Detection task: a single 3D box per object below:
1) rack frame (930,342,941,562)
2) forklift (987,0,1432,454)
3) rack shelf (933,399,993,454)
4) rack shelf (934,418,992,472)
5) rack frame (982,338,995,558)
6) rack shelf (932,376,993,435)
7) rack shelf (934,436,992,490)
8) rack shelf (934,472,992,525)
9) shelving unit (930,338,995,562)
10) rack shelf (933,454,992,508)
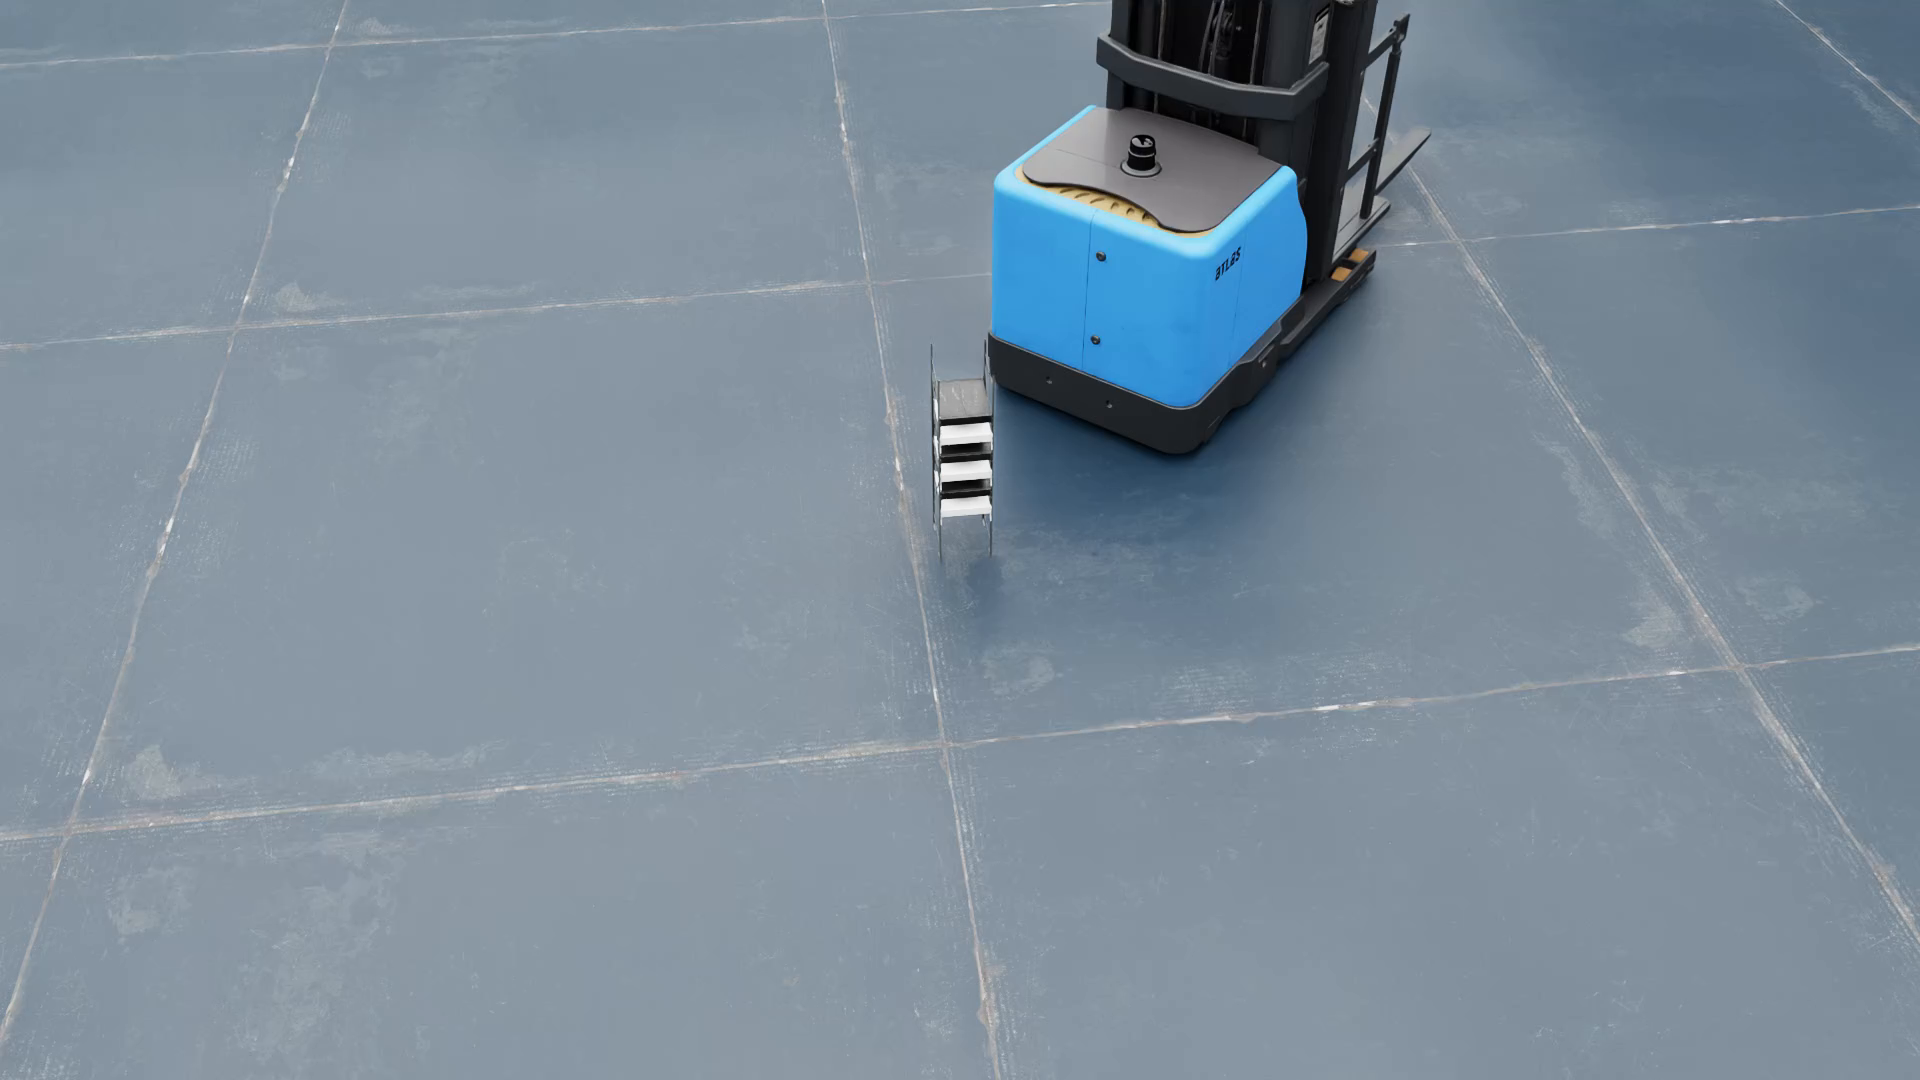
[{"bbox_3d":[-0.093,-0.326,6.440,0.006,0.900,0.240,-5,42,-6],"label":"rack frame"},{"bbox_3d":[1.373,-2.404,7.227,1.130,2.935,3.031,25,48,25],"label":"forklift"},{"bbox_3d":[0.008,-0.444,6.351,0.200,0.077,0.258,-5,42,-6],"label":"rack shelf"},{"bbox_3d":[0.008,-0.377,6.411,0.200,0.077,0.258,-5,42,-6],"label":"rack shelf"},{"bbox_3d":[0.109,-0.344,6.459,0.006,0.900,0.240,-5,42,-6],"label":"rack frame"},{"bbox_3d":[0.008,-0.511,6.291,0.200,0.077,0.258,-5,42,-6],"label":"rack shelf"},{"bbox_3d":[0.008,-0.310,6.472,0.200,0.077,0.258,-5,42,-6],"label":"rack shelf"},{"bbox_3d":[0.008,-0.176,6.592,0.200,0.077,0.258,-5,42,-6],"label":"rack shelf"},{"bbox_3d":[0.008,-0.335,6.449,0.210,0.900,0.258,-5,42,-6],"label":"shelving unit"},{"bbox_3d":[0.008,-0.243,6.532,0.200,0.077,0.258,-5,42,-6],"label":"rack shelf"}]
